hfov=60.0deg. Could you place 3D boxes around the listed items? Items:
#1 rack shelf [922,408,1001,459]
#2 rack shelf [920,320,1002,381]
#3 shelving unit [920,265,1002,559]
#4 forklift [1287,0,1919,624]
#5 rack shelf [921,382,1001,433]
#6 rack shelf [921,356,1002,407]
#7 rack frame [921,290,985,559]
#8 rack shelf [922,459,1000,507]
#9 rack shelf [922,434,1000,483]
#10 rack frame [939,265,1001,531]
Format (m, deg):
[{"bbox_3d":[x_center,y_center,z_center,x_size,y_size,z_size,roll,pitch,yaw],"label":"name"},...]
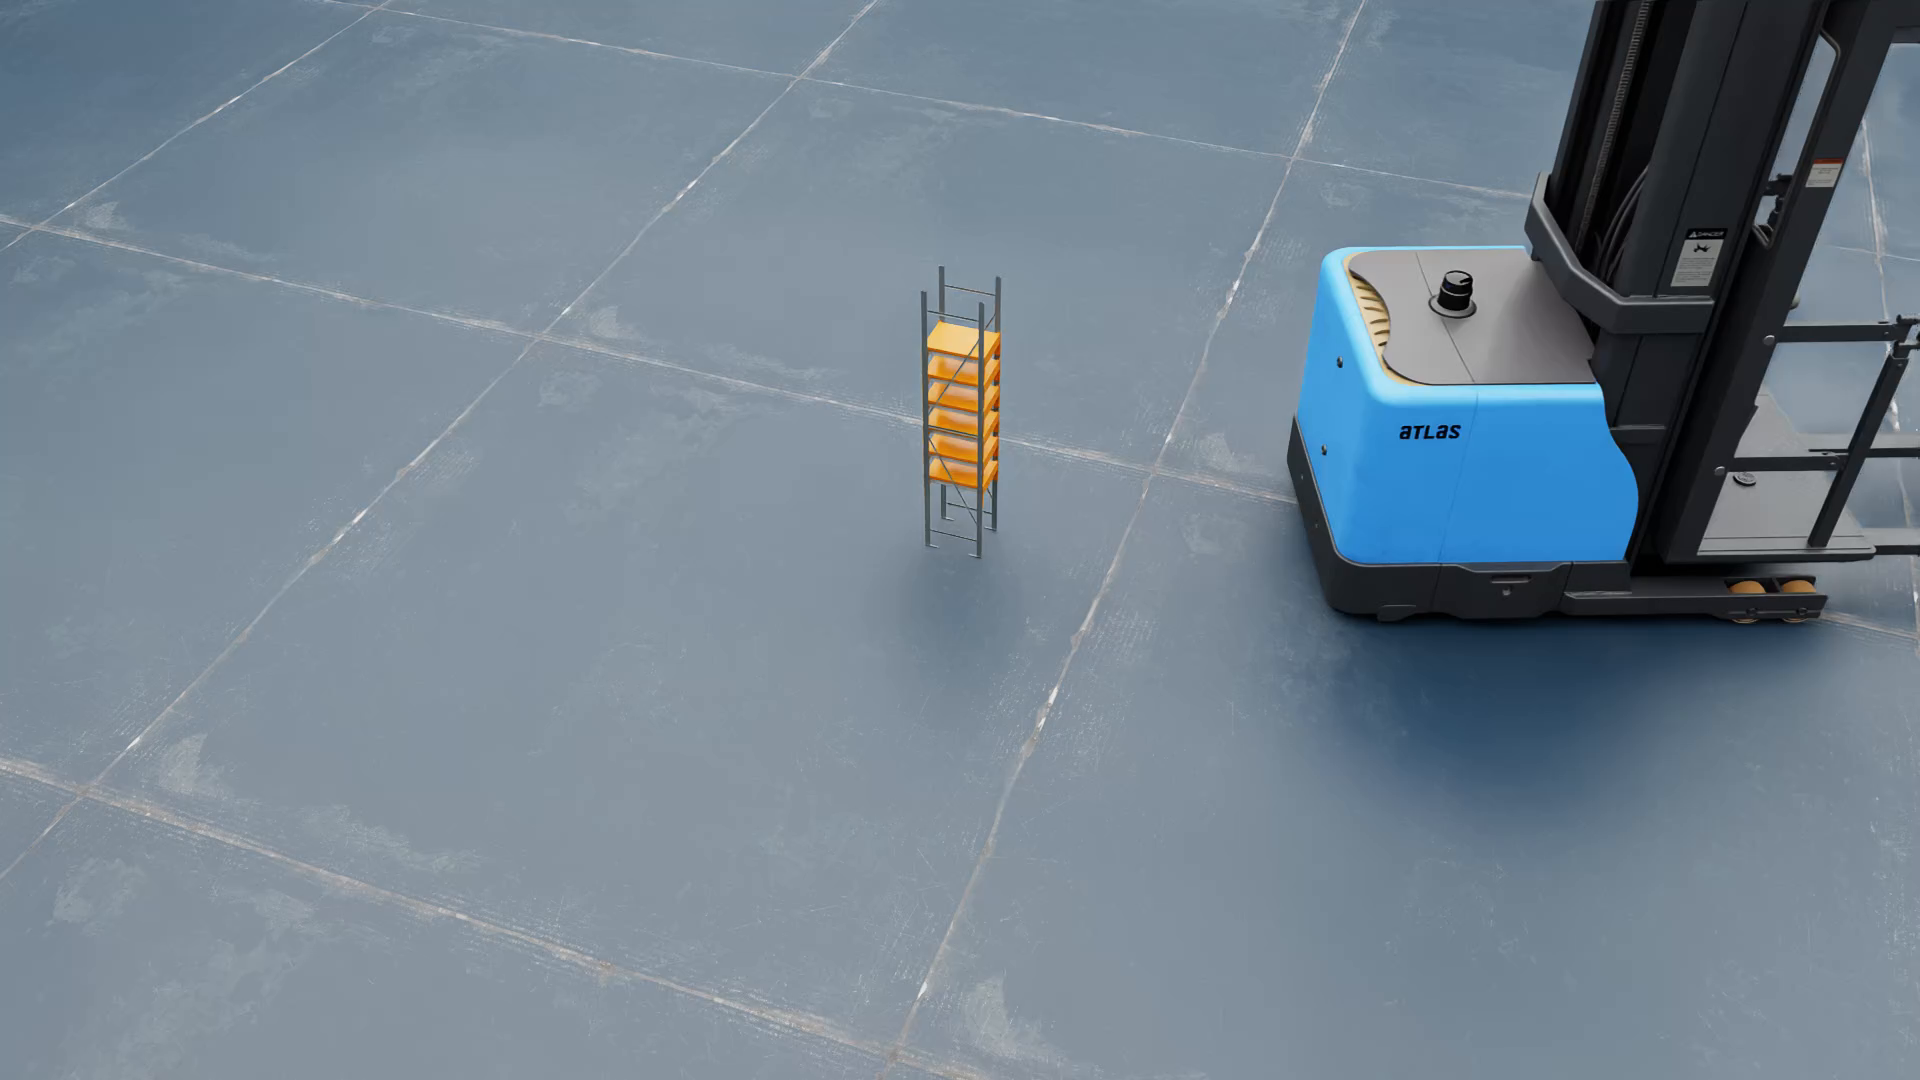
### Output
[{"bbox_3d":[0.005,-0.431,6.400,0.258,0.103,0.180,13,42,15],"label":"rack shelf"},{"bbox_3d":[0.005,-0.705,6.166,0.258,0.103,0.180,13,42,15],"label":"rack shelf"},{"bbox_3d":[0.005,-0.465,6.371,0.258,1.200,0.189,13,42,15],"label":"shelving unit"},{"bbox_3d":[2.905,-1.141,5.829,3.031,2.935,1.130,-1,40,-1],"label":"forklift"},{"bbox_3d":[0.005,-0.523,6.322,0.258,0.103,0.180,13,42,15],"label":"rack shelf"},{"bbox_3d":[0.005,-0.614,6.244,0.258,0.103,0.180,13,42,15],"label":"rack shelf"},{"bbox_3d":[-0.026,-0.409,6.306,0.240,1.200,0.006,13,42,15],"label":"rack frame"},{"bbox_3d":[0.005,-0.249,6.556,0.258,0.103,0.180,13,42,15],"label":"rack shelf"},{"bbox_3d":[0.005,-0.340,6.478,0.258,0.103,0.180,13,42,15],"label":"rack shelf"},{"bbox_3d":[0.036,-0.521,6.436,0.240,1.200,0.006,13,42,15],"label":"rack frame"}]
